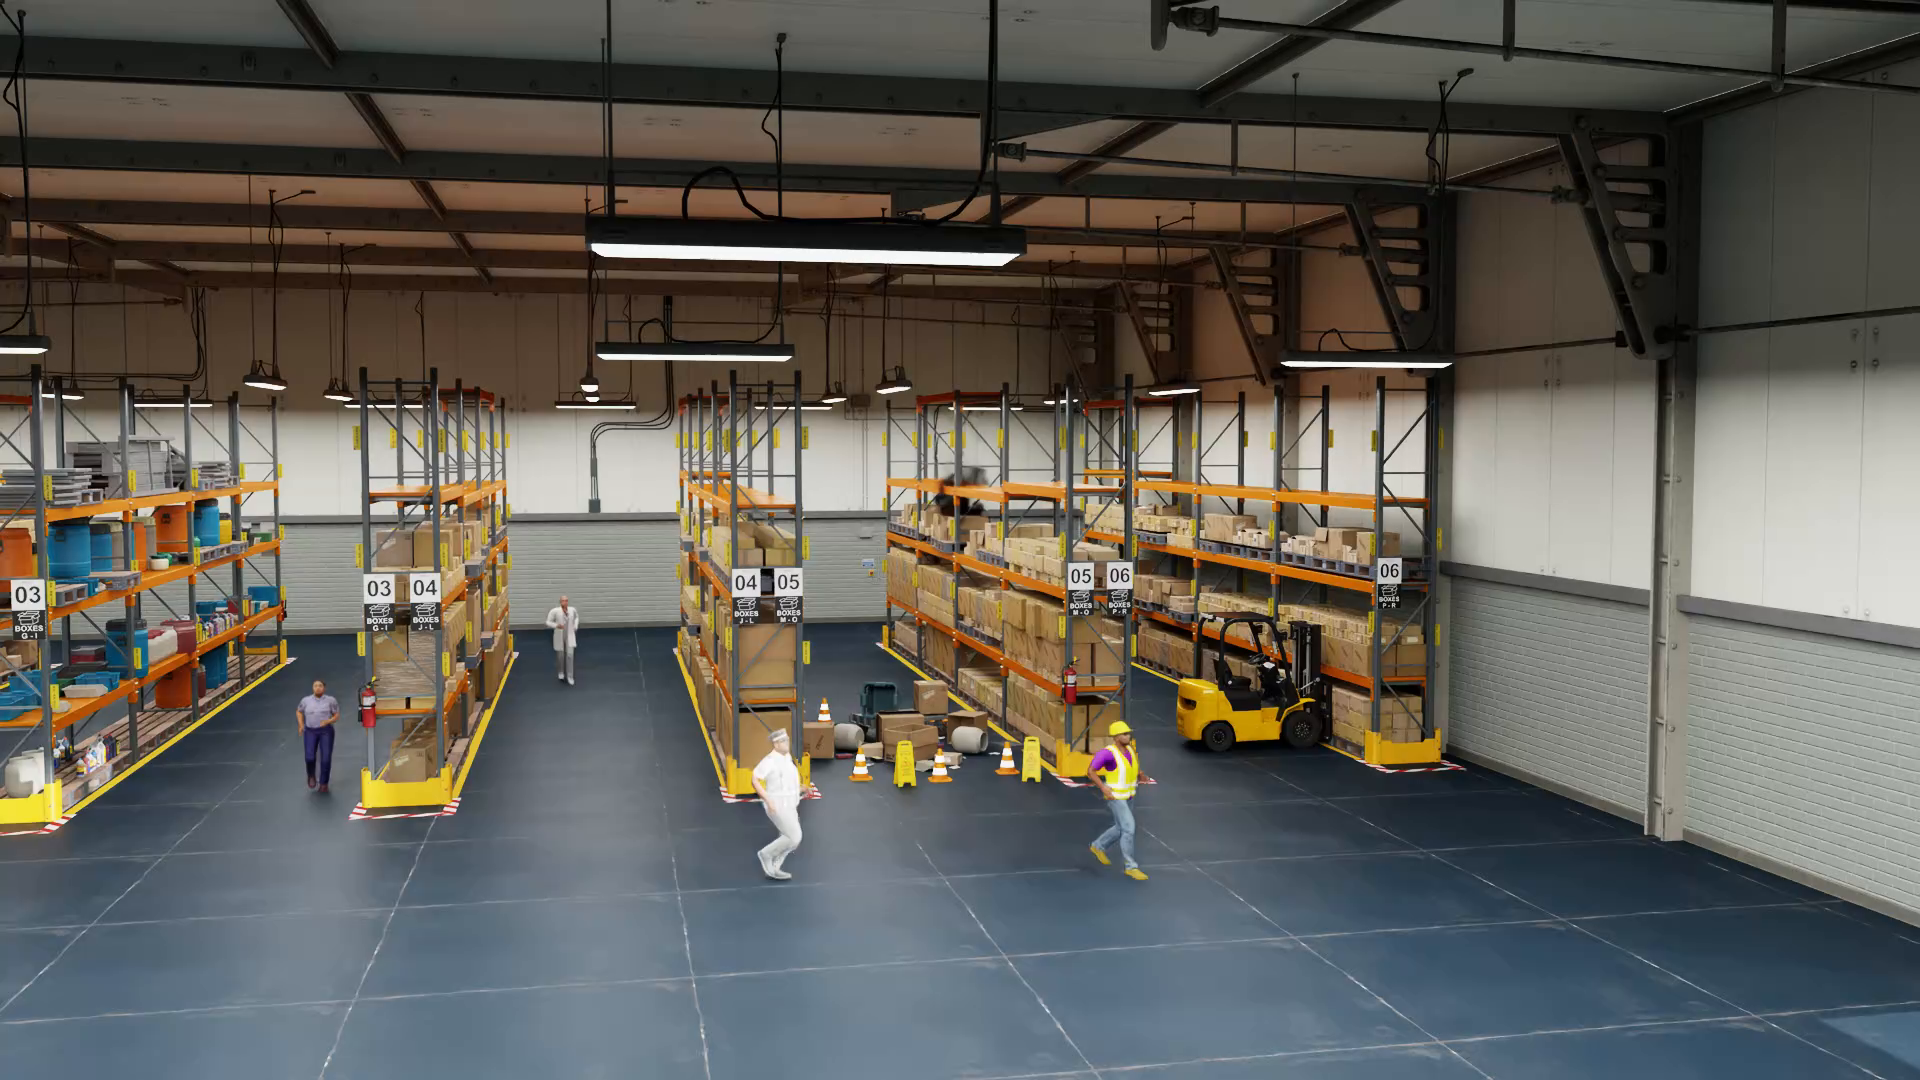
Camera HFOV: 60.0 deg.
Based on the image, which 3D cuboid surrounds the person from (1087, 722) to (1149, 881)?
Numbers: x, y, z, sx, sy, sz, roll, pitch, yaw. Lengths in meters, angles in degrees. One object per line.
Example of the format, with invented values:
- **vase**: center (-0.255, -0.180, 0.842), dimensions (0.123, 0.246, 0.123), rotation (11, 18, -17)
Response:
- **person**: center (1.826, 2.972, 19.160), dimensions (0.850, 1.776, 0.695), rotation (3, 4, 37)

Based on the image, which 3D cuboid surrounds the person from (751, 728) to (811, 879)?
- **person**: center (-1.982, 3.000, 18.900), dimensions (0.590, 1.735, 0.652), rotation (1, 4, 19)

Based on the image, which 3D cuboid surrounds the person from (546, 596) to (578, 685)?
- **person**: center (-8.232, 2.060, 34.497), dimensions (0.692, 1.816, 0.947), rotation (-1, 4, -21)

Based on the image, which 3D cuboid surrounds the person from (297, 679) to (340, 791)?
- **person**: center (-9.133, 2.791, 23.665), dimensions (0.592, 1.595, 0.583), rotation (-1, 4, -18)
